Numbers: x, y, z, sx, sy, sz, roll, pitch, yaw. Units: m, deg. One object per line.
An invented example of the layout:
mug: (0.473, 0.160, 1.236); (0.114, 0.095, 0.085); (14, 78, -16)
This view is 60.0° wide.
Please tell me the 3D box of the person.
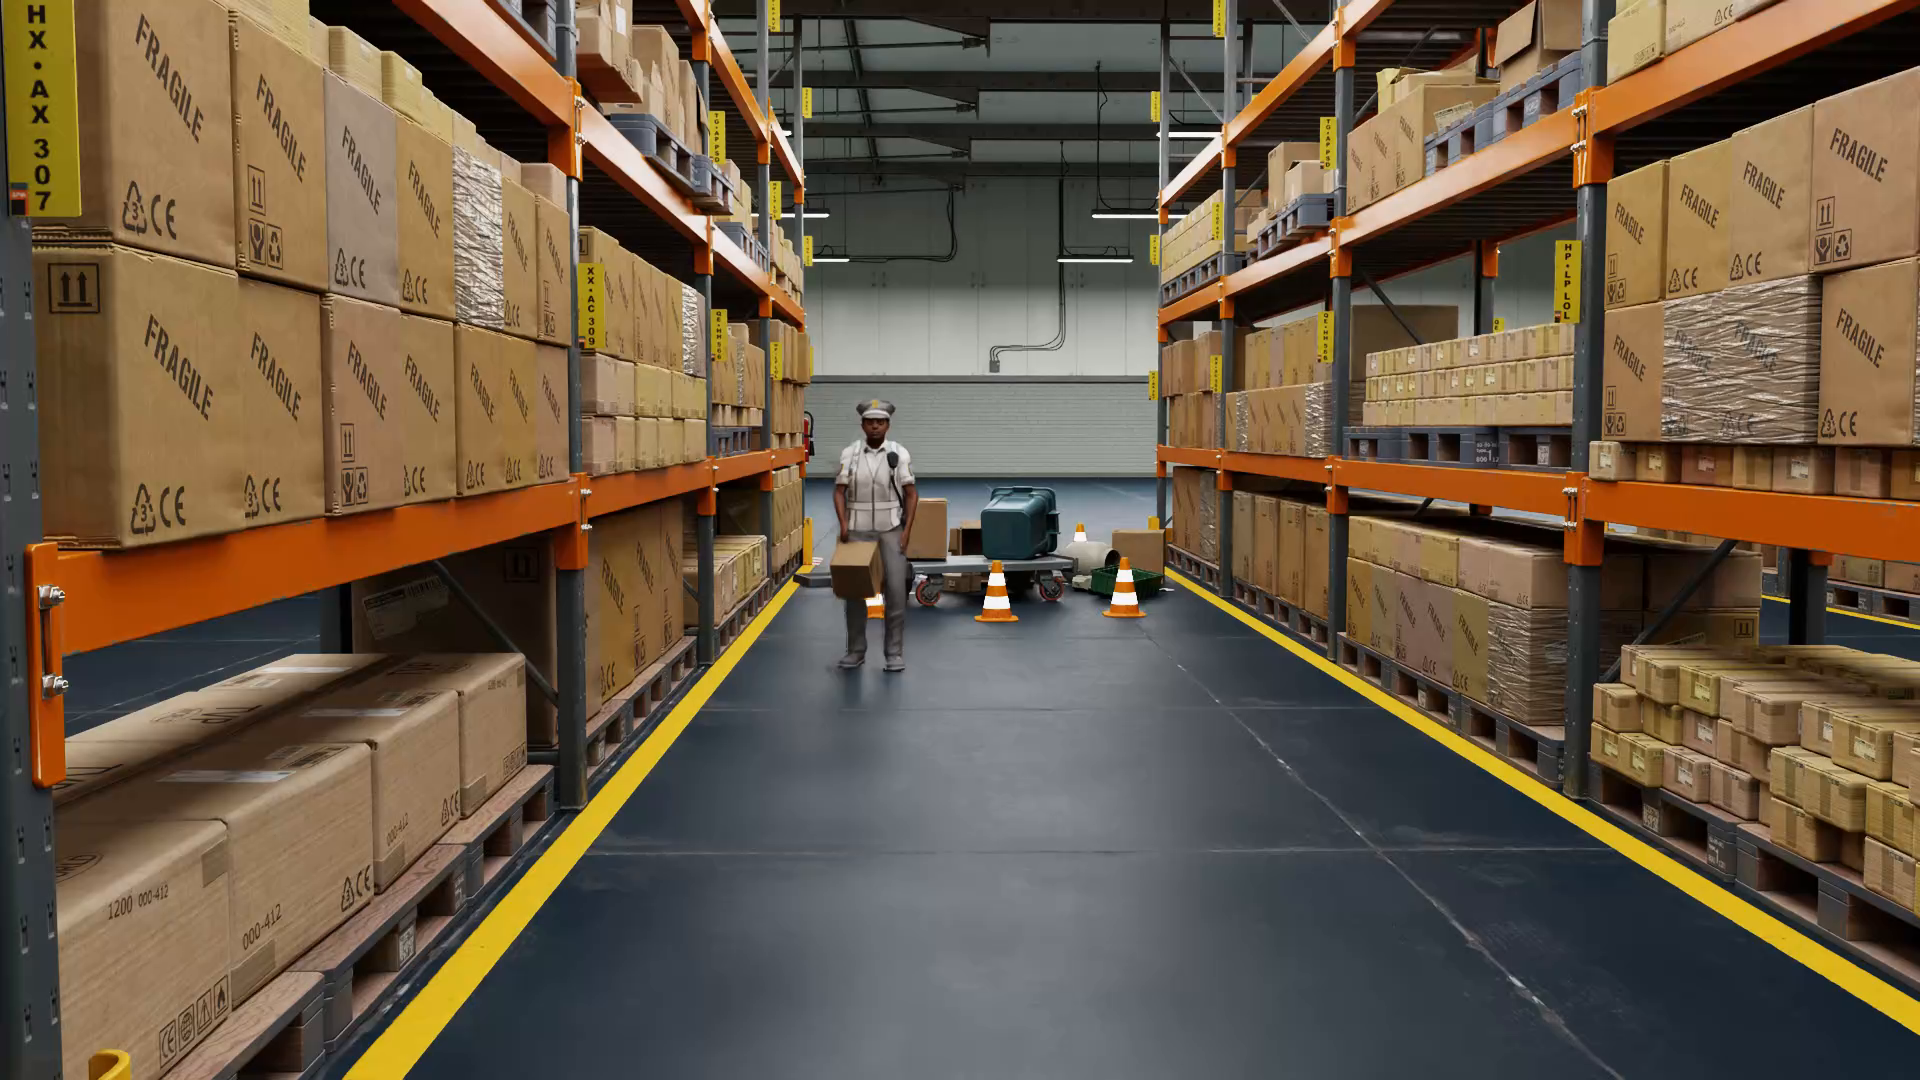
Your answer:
person: (-0.530, -0.037, 10.372); (0.532, 1.688, 0.452); (0, 4, 1)
